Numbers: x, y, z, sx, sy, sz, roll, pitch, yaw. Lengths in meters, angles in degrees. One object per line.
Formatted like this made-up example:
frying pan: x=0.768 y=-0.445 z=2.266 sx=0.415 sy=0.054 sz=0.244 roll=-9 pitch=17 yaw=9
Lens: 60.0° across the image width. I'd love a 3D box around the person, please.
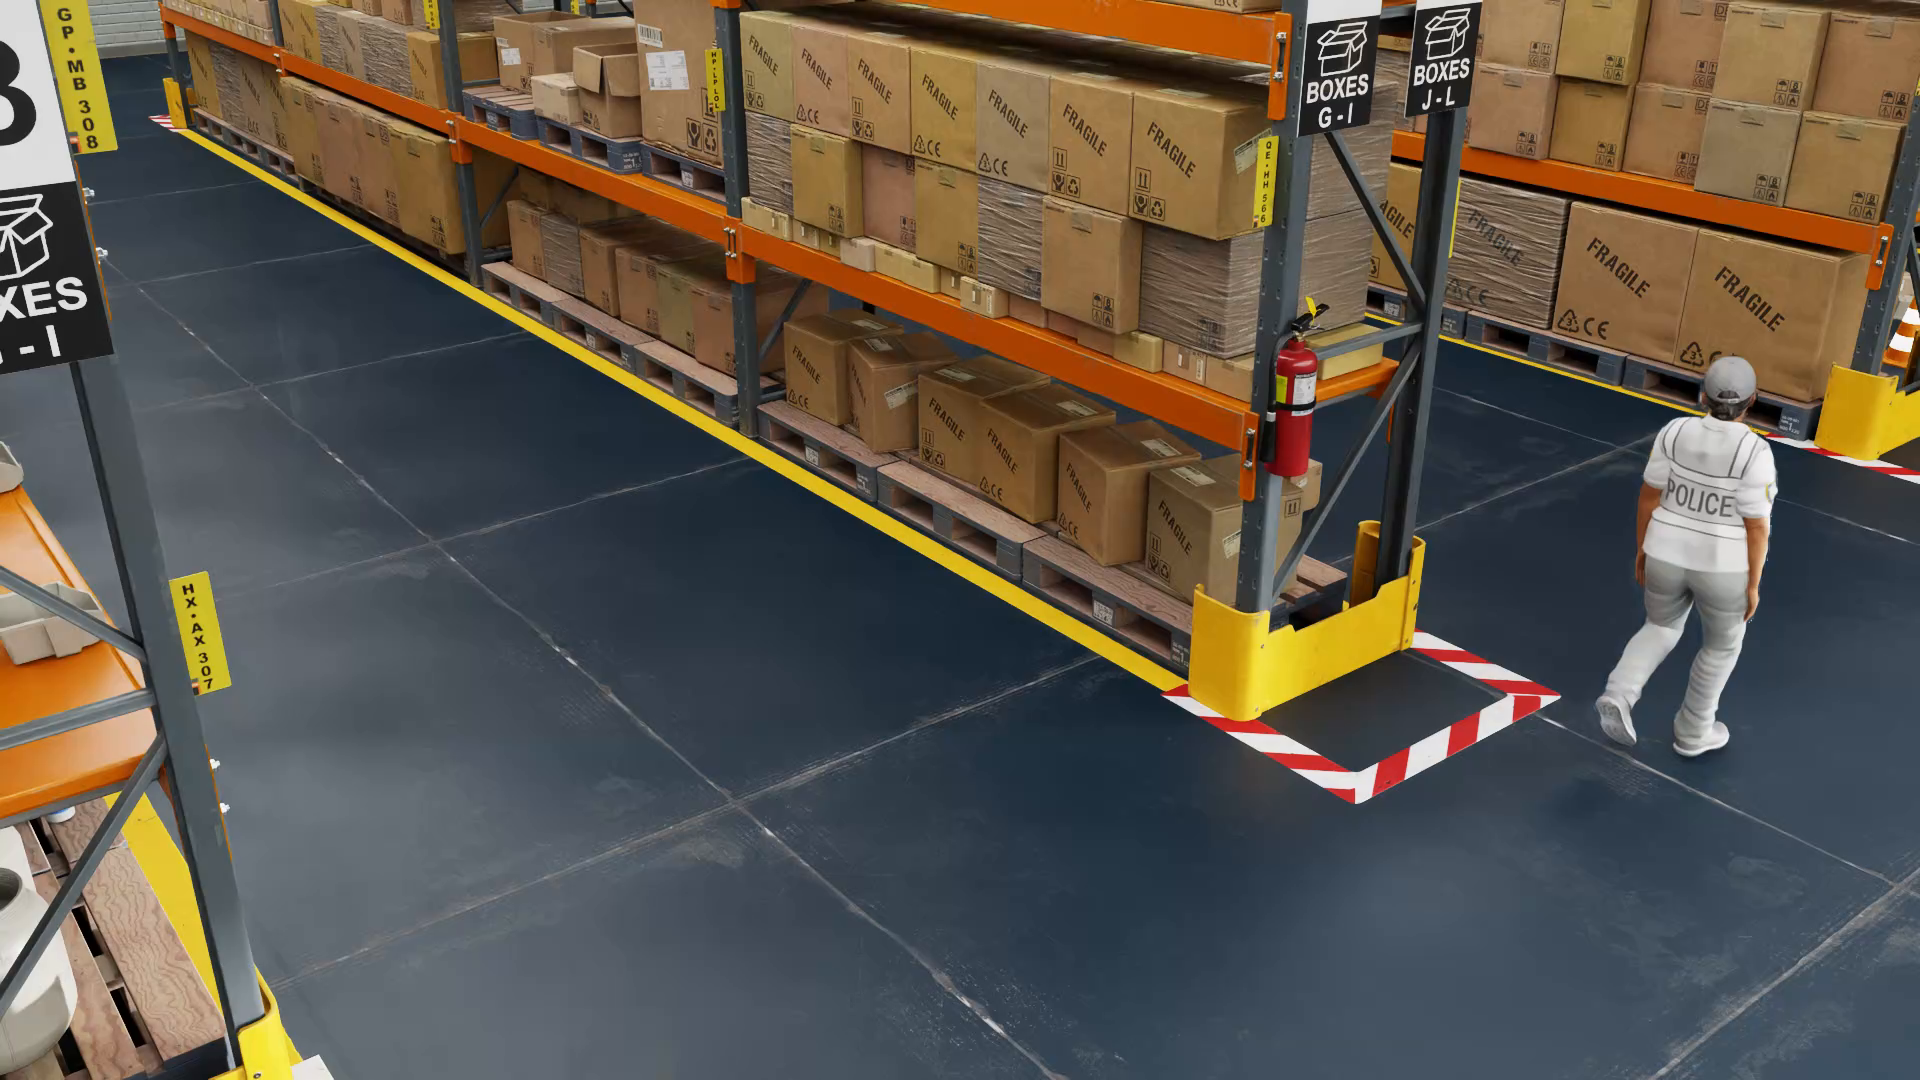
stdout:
person: x=2.821 y=0.089 z=6.372 sx=0.590 sy=1.642 sz=0.504 roll=-20 pitch=32 yaw=-36
